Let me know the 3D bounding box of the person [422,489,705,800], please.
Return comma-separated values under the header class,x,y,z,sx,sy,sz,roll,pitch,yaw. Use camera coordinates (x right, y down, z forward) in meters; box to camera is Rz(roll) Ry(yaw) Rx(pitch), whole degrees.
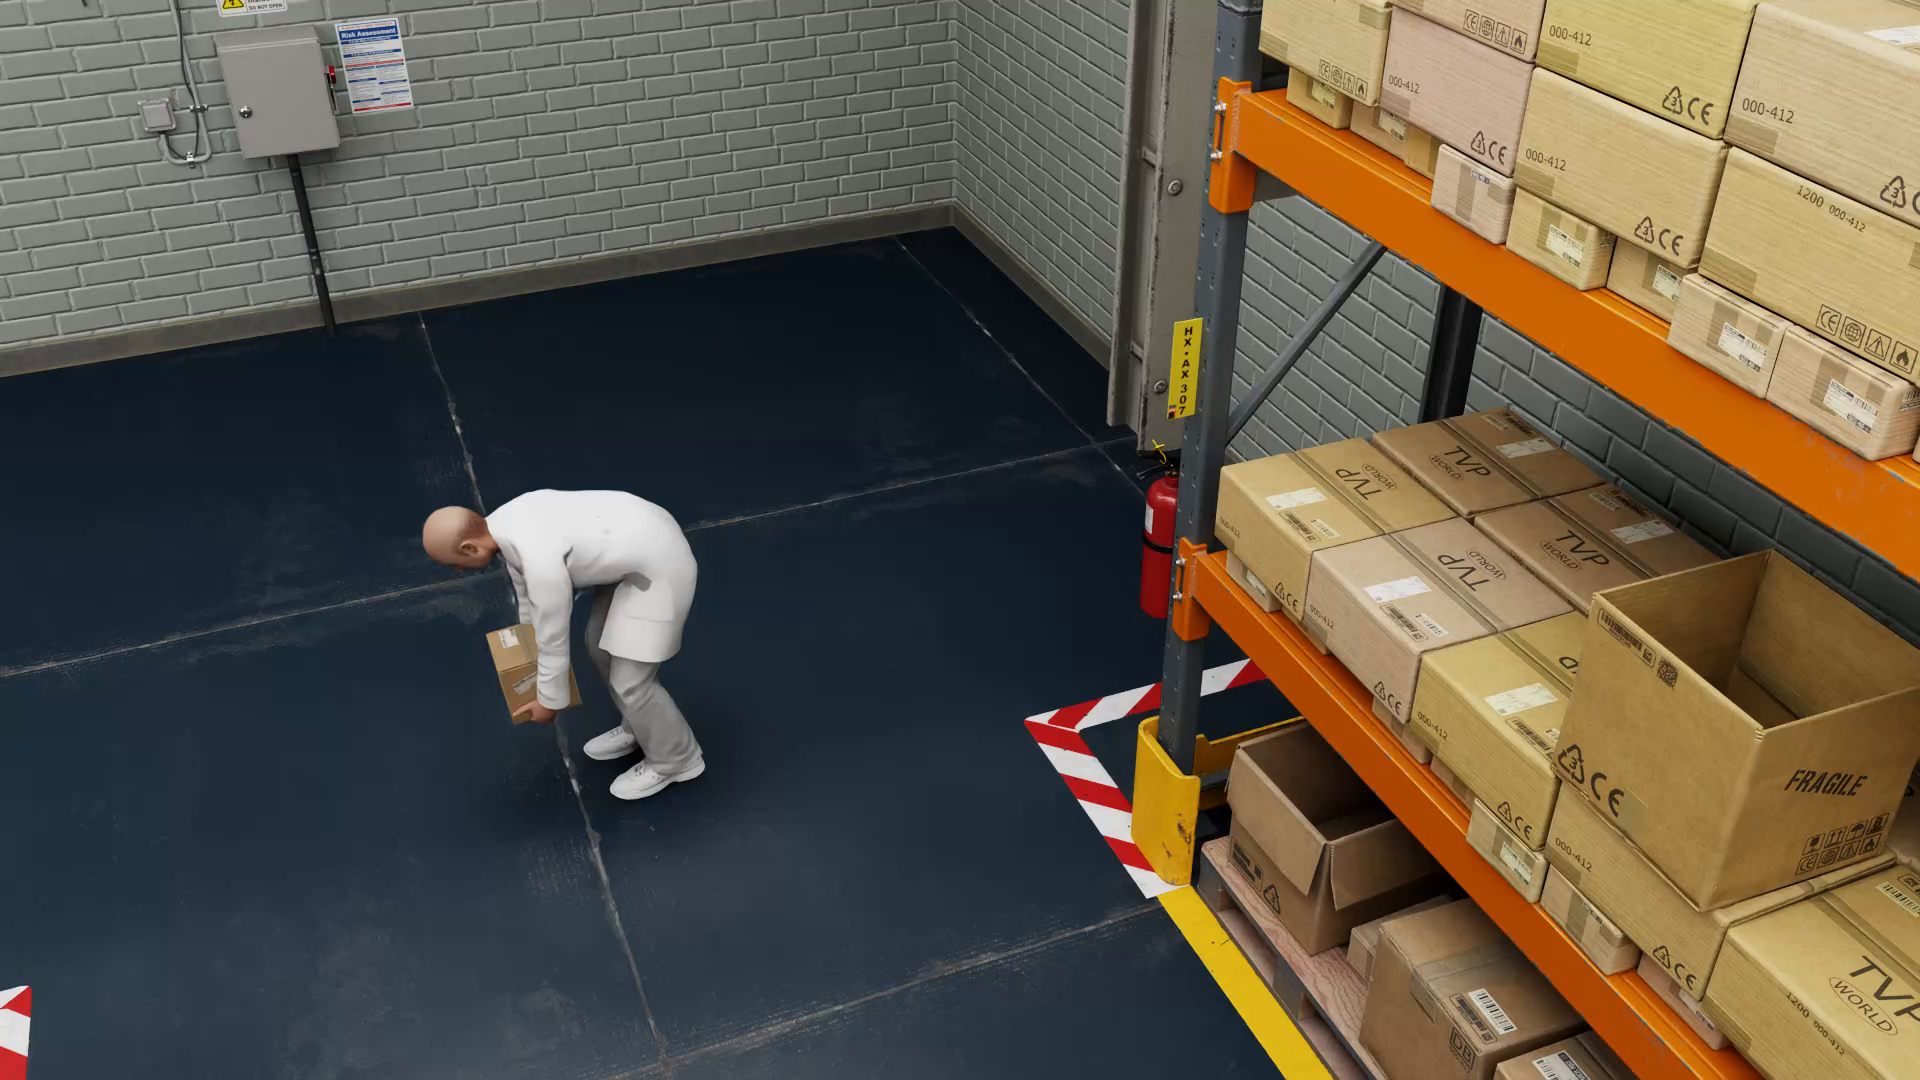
class,x,y,z,sx,sy,sz,roll,pitch,yaw
person,-1.395,0.367,6.050,0.914,1.279,0.526,-14,36,-20
